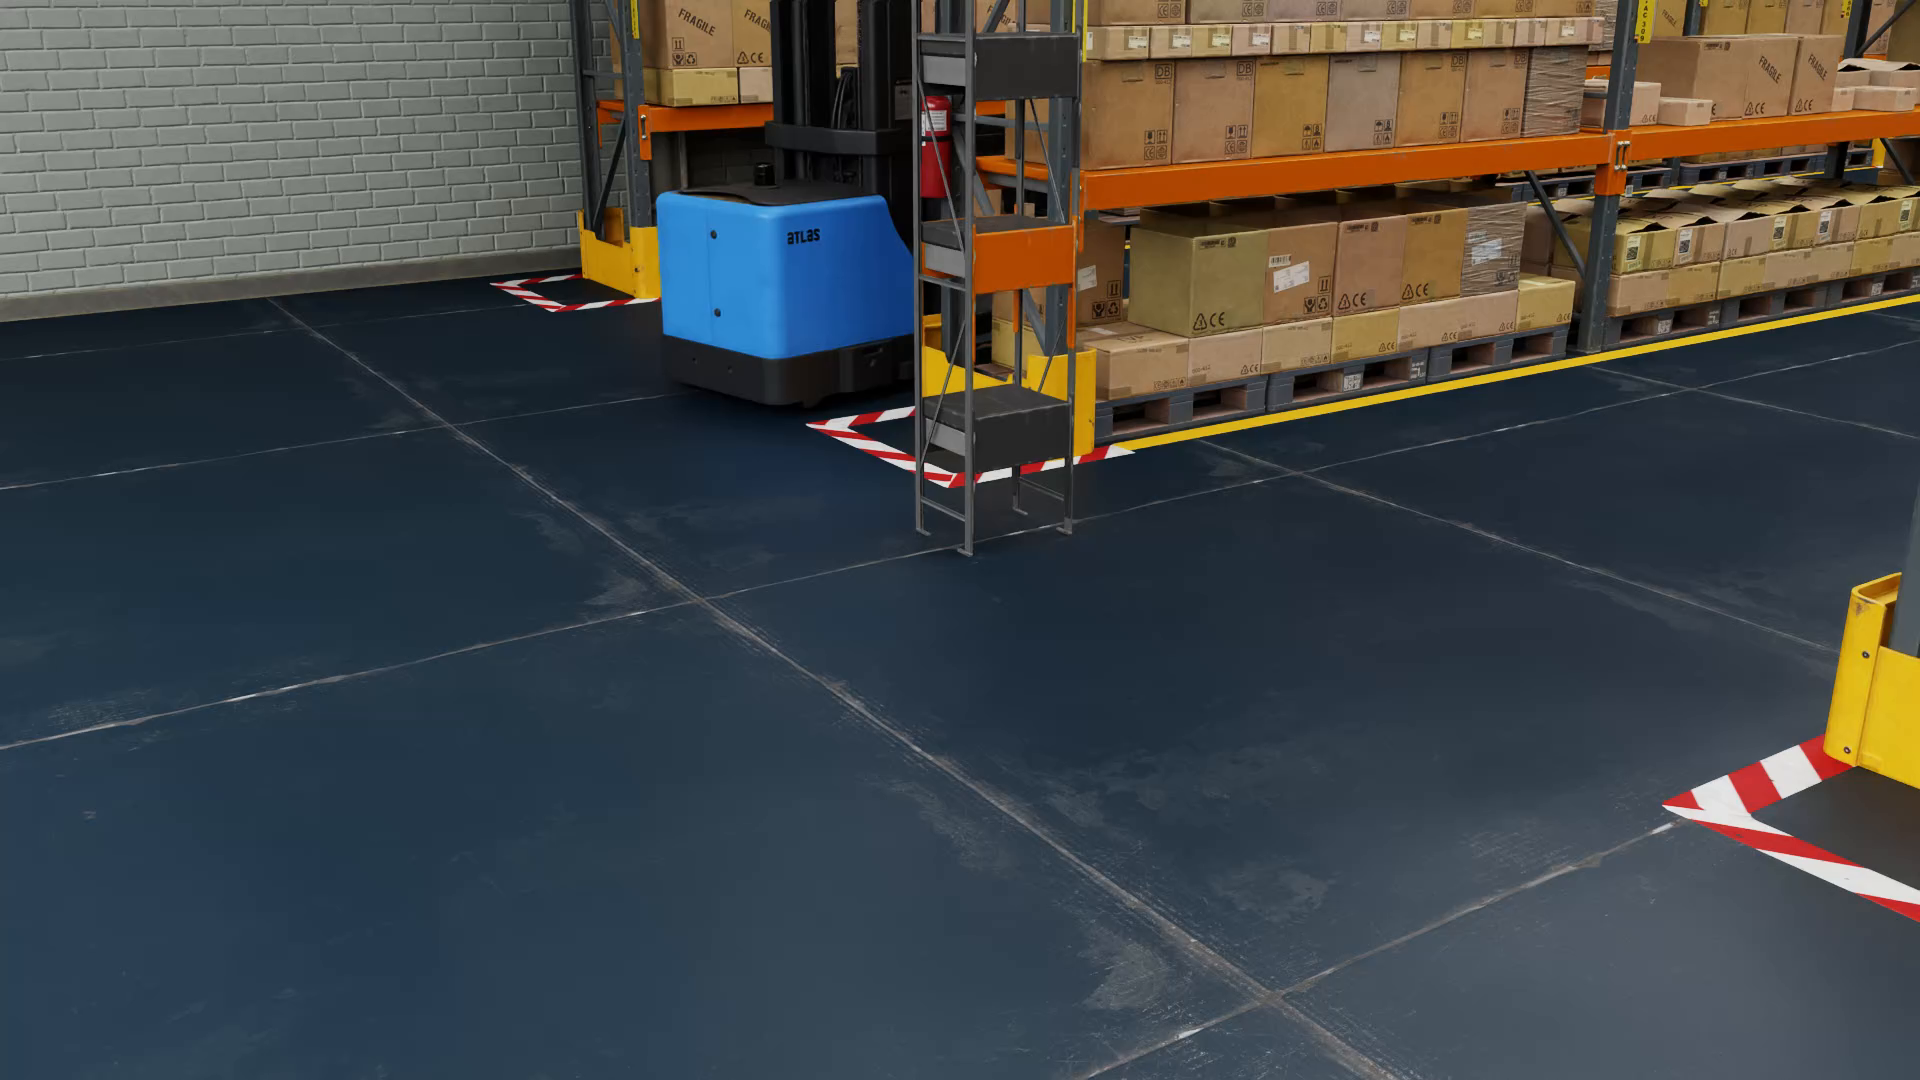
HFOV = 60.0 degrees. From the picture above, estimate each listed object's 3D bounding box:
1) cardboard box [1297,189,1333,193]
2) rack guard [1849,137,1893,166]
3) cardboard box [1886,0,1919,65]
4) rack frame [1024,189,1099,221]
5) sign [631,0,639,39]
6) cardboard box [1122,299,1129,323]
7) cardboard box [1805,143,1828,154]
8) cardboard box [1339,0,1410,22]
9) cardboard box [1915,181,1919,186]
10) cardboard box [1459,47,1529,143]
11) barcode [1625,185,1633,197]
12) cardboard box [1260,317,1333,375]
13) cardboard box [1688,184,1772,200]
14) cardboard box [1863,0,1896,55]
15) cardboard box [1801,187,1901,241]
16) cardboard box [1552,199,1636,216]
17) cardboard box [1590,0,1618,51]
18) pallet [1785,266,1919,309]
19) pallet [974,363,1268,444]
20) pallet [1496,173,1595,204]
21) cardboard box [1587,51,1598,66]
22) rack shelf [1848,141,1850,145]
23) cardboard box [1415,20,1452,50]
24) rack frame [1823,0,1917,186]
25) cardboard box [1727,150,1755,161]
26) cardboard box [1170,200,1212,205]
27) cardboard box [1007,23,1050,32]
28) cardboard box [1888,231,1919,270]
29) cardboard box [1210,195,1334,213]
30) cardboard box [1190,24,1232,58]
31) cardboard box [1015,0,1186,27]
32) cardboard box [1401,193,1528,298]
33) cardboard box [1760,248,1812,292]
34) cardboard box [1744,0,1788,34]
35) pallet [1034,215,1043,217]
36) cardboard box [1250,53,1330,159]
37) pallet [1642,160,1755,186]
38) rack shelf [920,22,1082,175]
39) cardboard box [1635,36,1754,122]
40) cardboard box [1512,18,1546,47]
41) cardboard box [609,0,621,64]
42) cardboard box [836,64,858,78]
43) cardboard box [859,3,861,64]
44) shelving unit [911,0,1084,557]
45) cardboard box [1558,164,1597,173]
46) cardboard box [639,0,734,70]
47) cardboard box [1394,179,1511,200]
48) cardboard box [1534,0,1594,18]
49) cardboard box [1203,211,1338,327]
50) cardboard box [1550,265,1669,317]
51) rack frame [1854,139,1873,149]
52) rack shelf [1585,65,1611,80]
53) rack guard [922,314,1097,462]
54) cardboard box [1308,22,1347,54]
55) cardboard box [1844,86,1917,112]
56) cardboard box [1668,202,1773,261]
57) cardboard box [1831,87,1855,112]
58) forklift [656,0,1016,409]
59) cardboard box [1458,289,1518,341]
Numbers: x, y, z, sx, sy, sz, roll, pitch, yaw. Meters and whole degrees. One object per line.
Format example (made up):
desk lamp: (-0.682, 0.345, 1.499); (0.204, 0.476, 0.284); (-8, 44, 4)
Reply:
cardboard box: (3.113, -3.531, 15.720); (0.500, 0.500, 0.700); (-12, 22, -31)
rack guard: (10.881, -4.936, 20.564); (0.348, 0.500, 1.175); (-12, 22, -31)
cardboard box: (7.371, -3.770, 12.400); (0.700, 0.500, 0.500); (14, 23, 35)
rack frame: (0.839, -4.002, 13.899); (0.127, 3.000, 1.000); (-12, 22, -31)
sign: (-2.204, -3.563, 11.247); (0.005, 0.325, 0.100); (-12, 22, -31)
cardboard box: (0.922, -1.134, 9.054); (0.500, 0.250, 0.500); (-12, 22, -31)
cardboard box: (9.913, -4.892, 19.780); (0.500, 0.500, 0.700); (-12, 22, -32)
cardboard box: (1.942, -2.995, 8.737); (0.500, 0.500, 0.700); (-12, 22, -31)
cardboard box: (7.444, -2.410, 12.407); (0.500, 0.500, 0.500); (-11, 22, -29)
cardboard box: (2.762, -2.551, 9.450); (0.500, 0.500, 0.700); (-12, 22, -32)
barcode: (4.008, -2.090, 9.962); (0.075, 0.075, 0.001); (-12, 22, -31)
cardboard box: (1.629, -1.082, 8.898); (0.500, 0.250, 0.500); (-12, 22, -31)
cardboard box: (5.447, -2.347, 11.764); (0.500, 0.311, 0.500); (-13, 22, -33)
cardboard box: (10.440, -6.165, 19.830); (0.700, 0.700, 0.980); (-11, 21, -29)
cardboard box: (6.174, -2.293, 11.606); (0.500, 0.311, 0.500); (-12, 22, -32)
cardboard box: (4.178, -2.081, 10.979); (0.500, 0.311, 0.500); (-11, 22, -30)
cardboard box: (6.428, -5.282, 17.032); (0.500, 0.500, 0.500); (-12, 22, -31)
pallet: (6.198, -1.927, 12.114); (1.213, 0.211, 1.003); (-12, 22, -31)
pallet: (0.841, -0.798, 8.776); (1.213, 0.211, 1.003); (-12, 22, -31)
pallet: (5.897, -3.718, 17.413); (1.213, 0.211, 1.003); (-12, 22, -31)
cardboard box: (6.308, -4.954, 17.077); (0.250, 0.149, 0.380); (-13, 22, -33)
rack shelf: (8.577, -3.394, 13.223); (4.000, 0.370, 1.077); (-12, 22, -31)
cardboard box: (2.396, -2.704, 8.890); (0.250, 0.149, 0.380); (-11, 22, -30)
rack frame: (6.907, -3.382, 12.066); (0.127, 3.000, 1.000); (-12, 22, -31)
cardboard box: (8.622, -4.618, 18.968); (0.500, 0.500, 0.700); (-12, 22, -32)
cardboard box: (1.848, -3.265, 14.935); (0.500, 0.500, 0.700); (-12, 22, -32)
cardboard box: (0.440, -2.446, 8.128); (0.250, 0.149, 0.380); (-12, 22, -32)
cardboard box: (6.602, -2.121, 11.972); (0.500, 0.250, 0.500); (-11, 22, -30)
cardboard box: (1.755, -1.667, 9.458); (0.500, 0.500, 0.500); (-12, 22, -31)
cardboard box: (1.100, -2.430, 8.081); (0.250, 0.149, 0.380); (-12, 22, -31)
cardboard box: (0.667, -2.723, 7.935); (0.500, 0.500, 0.700); (-12, 22, -31)
cardboard box: (2.875, -1.704, 9.569); (0.500, 0.500, 0.500); (-12, 22, -31)
cardboard box: (5.323, -1.850, 11.171); (0.500, 0.250, 0.500); (-11, 22, -30)
cardboard box: (8.595, -5.772, 18.665); (0.700, 0.700, 0.980); (-13, 22, -33)
pallet: (0.297, -2.553, 13.968); (1.213, 0.211, 1.003); (-12, 22, -31)
cardboard box: (1.476, -2.279, 8.646); (0.500, 0.500, 0.700); (-12, 22, -31)
pallet: (8.198, -4.203, 18.848); (1.213, 0.211, 1.003); (-12, 22, -31)
rack shelf: (0.138, -1.674, 6.275); (0.480, 0.518, 0.431); (-12, 22, -31)
cardboard box: (4.657, -2.949, 10.628); (0.500, 0.500, 0.500); (-10, 21, -28)
cardboard box: (3.032, -2.837, 9.285); (0.250, 0.149, 0.380); (-13, 22, -33)
cardboard box: (-2.225, -3.731, 12.130); (0.500, 0.500, 0.500); (-12, 22, -32)
cardboard box: (-1.065, -3.420, 12.382); (0.500, 0.250, 0.500); (-12, 22, -32)
cardboard box: (-0.660, -3.863, 12.519); (0.500, 0.500, 0.500); (-11, 22, -30)
shelving unit: (0.138, -1.024, 6.495); (0.503, 2.100, 0.431); (-12, 22, -31)
cardboard box: (6.308, -4.285, 17.437); (0.750, 0.750, 0.750); (-11, 22, -30)
cardboard box: (-1.938, -3.595, 11.727); (0.500, 0.500, 0.500); (-12, 22, -31)
cardboard box: (3.007, -1.931, 10.241); (0.500, 0.500, 0.500); (-12, 22, -31)
cardboard box: (3.199, -3.260, 9.522); (0.500, 0.500, 0.700); (-12, 22, -31)
cardboard box: (1.623, -1.440, 8.787); (0.500, 0.500, 0.500); (-12, 22, -31)
cardboard box: (4.039, -1.579, 10.369); (0.500, 0.250, 0.500); (-13, 22, -33)
rack frame: (10.861, -6.116, 20.151); (0.127, 3.000, 1.000); (-12, 22, -31)
rack shelf: (5.850, -4.718, 17.141); (4.000, 0.370, 1.077); (-12, 22, -31)
rack guard: (0.205, -0.785, 8.286); (0.348, 0.500, 1.175); (-12, 22, -31)
cardboard box: (1.746, -2.567, 8.485); (0.250, 0.149, 0.380); (-12, 22, -32)
cardboard box: (6.308, -3.031, 11.419); (0.250, 0.149, 0.380); (-12, 22, -31)
cardboard box: (4.901, -2.024, 10.811); (0.500, 0.311, 0.500); (-13, 22, -33)
cardboard box: (5.873, -3.024, 11.397); (0.250, 0.149, 0.380); (-10, 21, -27)
forklift: (-0.253, -2.462, 9.452); (1.130, 2.935, 3.031); (18, 25, 42)
cardboard box: (2.876, -1.349, 9.688); (0.500, 0.250, 0.500); (-12, 22, -31)
